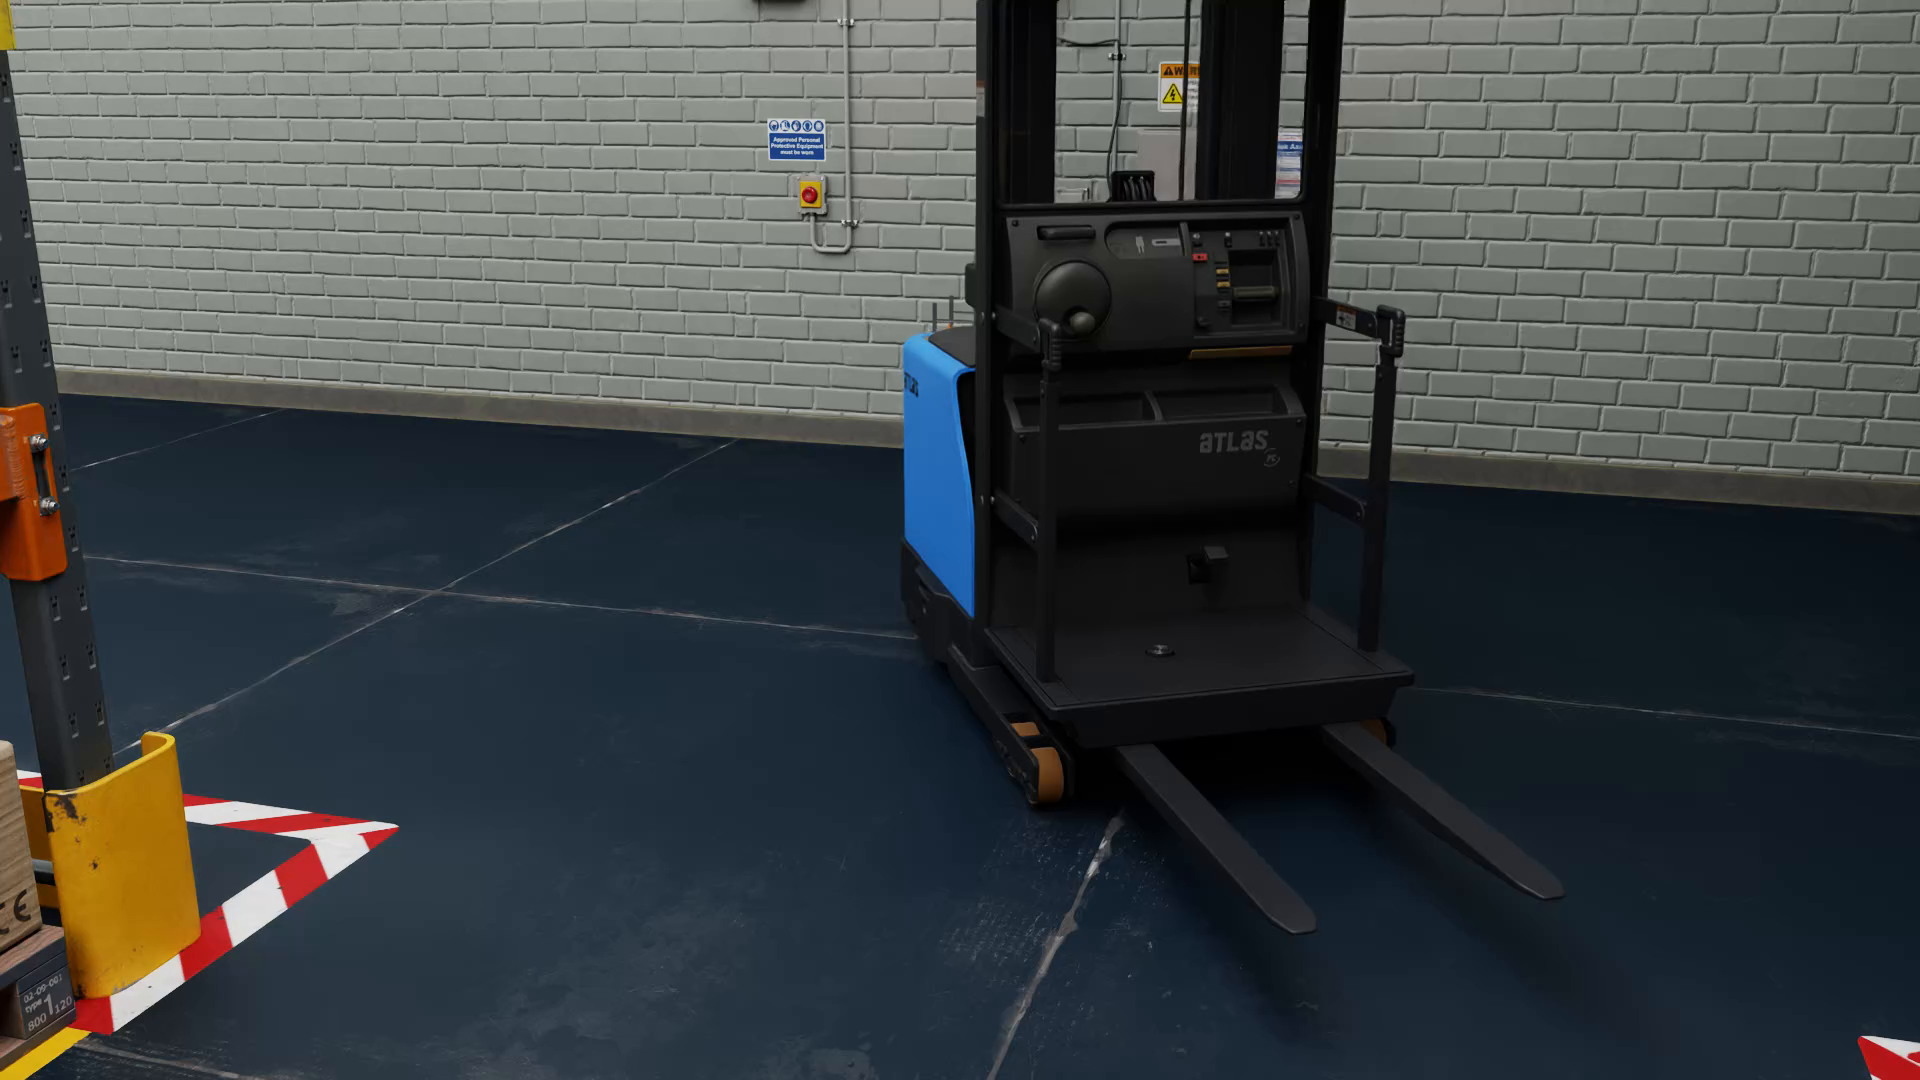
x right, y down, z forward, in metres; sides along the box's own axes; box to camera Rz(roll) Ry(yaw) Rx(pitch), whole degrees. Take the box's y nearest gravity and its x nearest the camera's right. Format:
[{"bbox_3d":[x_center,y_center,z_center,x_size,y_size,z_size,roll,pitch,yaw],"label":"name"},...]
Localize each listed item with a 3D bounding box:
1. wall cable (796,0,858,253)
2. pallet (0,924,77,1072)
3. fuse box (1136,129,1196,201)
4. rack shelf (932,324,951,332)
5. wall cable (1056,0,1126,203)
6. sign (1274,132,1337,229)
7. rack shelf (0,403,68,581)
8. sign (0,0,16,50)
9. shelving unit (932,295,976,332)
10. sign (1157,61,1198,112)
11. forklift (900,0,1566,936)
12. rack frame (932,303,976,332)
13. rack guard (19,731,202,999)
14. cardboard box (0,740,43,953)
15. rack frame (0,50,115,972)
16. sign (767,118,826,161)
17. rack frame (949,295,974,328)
[{"bbox_3d":[-0.838,-2.478,8.650,0.585,1.953,0.123,5,16,16],"label":"wall cable"},{"bbox_3d":[-2.571,1.060,3.207,1.003,0.211,1.213,5,16,16],"label":"pallet"},{"bbox_3d":[1.134,-1.153,8.260,0.539,1.711,0.414,5,16,16],"label":"fuse box"},{"bbox_3d":[0.015,-0.782,7.161,0.215,0.259,0.240,5,16,16],"label":"rack shelf"},{"bbox_3d":[0.525,-2.356,8.277,0.588,1.984,0.122,5,16,16],"label":"wall cable"},{"bbox_3d":[1.667,-1.743,8.153,0.329,0.494,0.001,5,16,16],"label":"sign"},{"bbox_3d":[-2.987,0.372,1.839,1.077,0.370,4.000,5,16,16],"label":"rack shelf"},{"bbox_3d":[-1.902,-1.122,3.234,0.100,0.325,0.005,5,16,16],"label":"sign"},{"bbox_3d":[0.015,-0.519,7.235,0.215,1.050,0.252,5,16,16],"label":"shelving unit"},{"bbox_3d":[1.140,-2.229,8.177,0.339,0.242,0.001,5,16,16],"label":"sign"},{"bbox_3d":[0.647,-0.778,4.700,1.130,2.935,3.031,-4,16,-14],"label":"forklift"},{"bbox_3d":[-0.019,-0.487,7.123,0.200,1.050,0.008,5,16,16],"label":"rack frame"},{"bbox_3d":[-2.412,0.699,3.948,1.175,0.500,0.348,5,16,16],"label":"rack guard"},{"bbox_3d":[-2.510,0.714,3.241,0.875,0.438,0.875,4,16,14],"label":"cardboard box"},{"bbox_3d":[-2.418,-0.497,3.585,1.000,3.000,0.127,5,16,16],"label":"rack frame"},{"bbox_3d":[-0.867,-2.124,8.825,0.327,0.218,0.001,5,16,16],"label":"sign"},{"bbox_3d":[0.050,-0.551,7.348,0.200,1.050,0.008,5,16,16],"label":"rack frame"}]
